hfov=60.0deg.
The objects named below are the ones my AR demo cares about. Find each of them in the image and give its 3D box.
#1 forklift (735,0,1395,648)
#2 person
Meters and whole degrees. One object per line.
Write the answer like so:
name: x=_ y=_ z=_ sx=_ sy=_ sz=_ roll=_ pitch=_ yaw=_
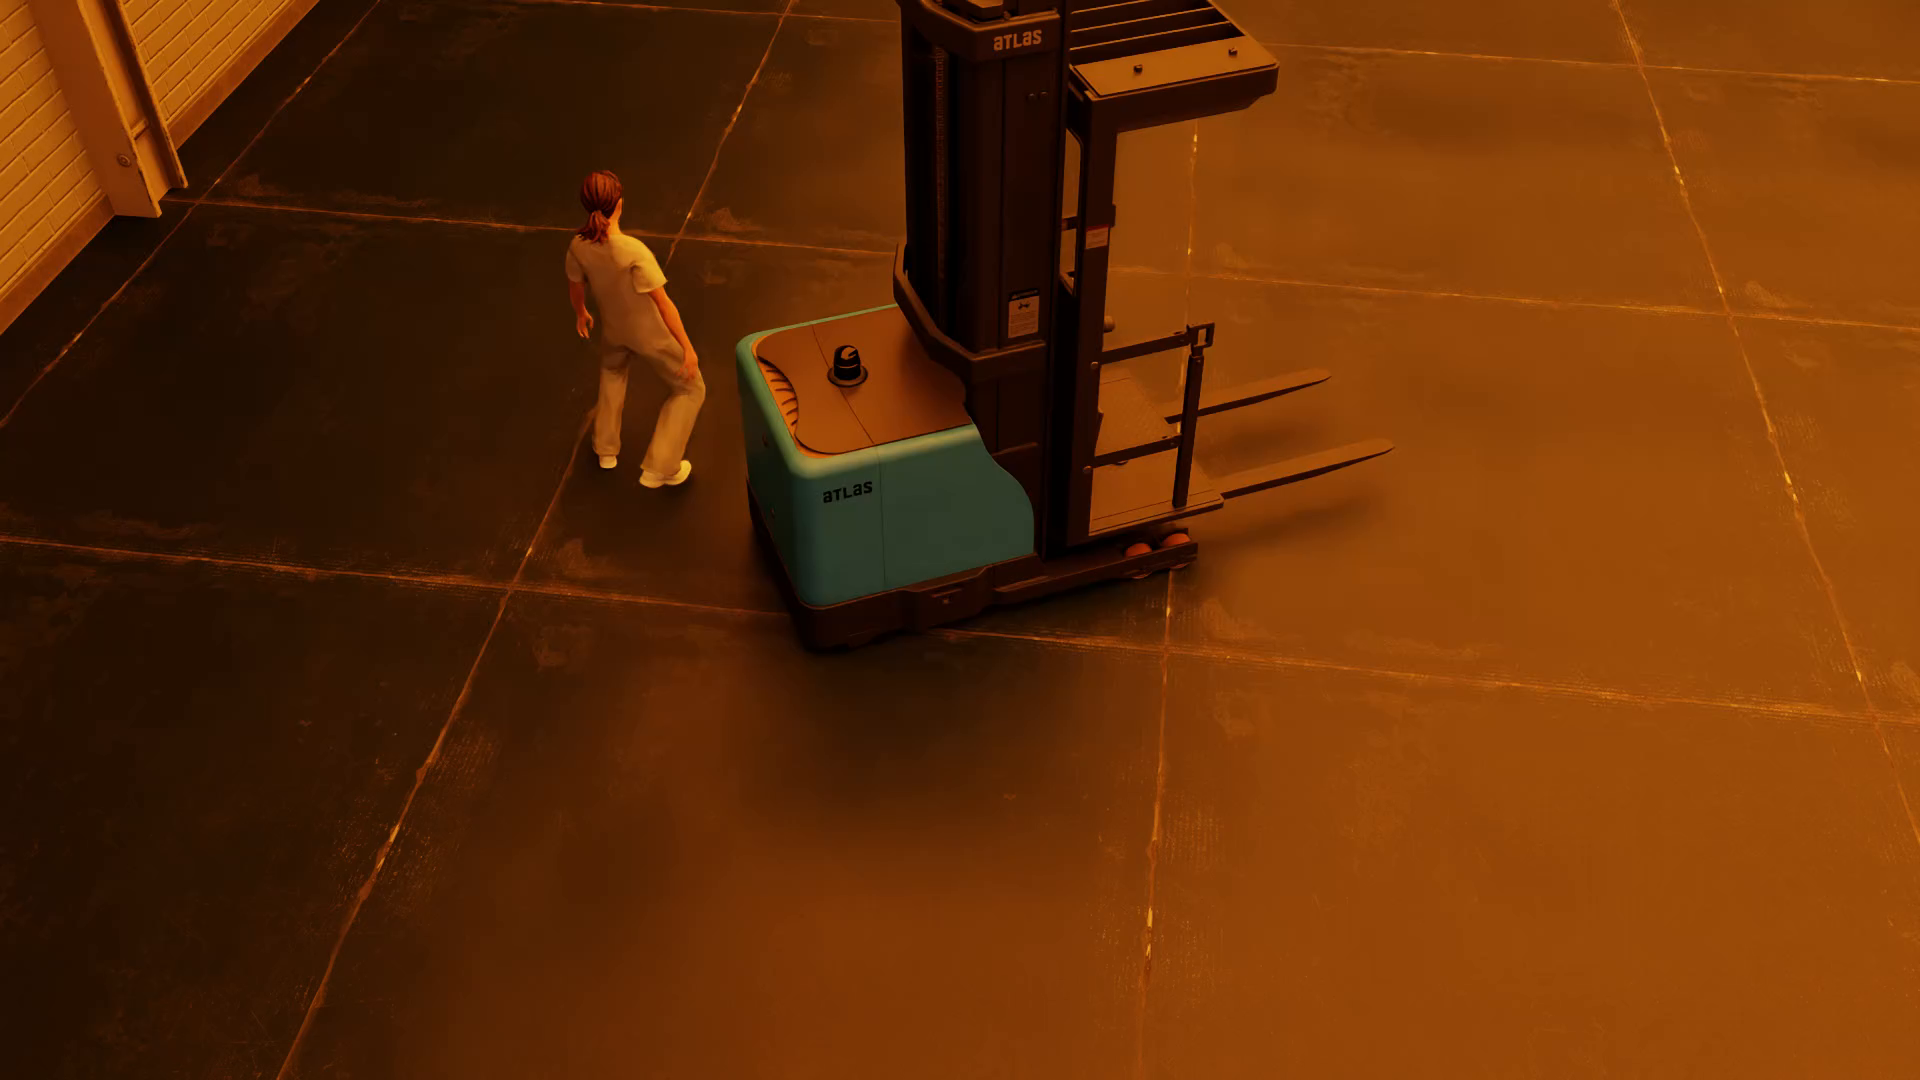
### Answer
forklift: x=0.572 y=-1.223 z=7.055 sx=3.031 sy=2.935 sz=1.130 roll=-14 pitch=44 yaw=-15
person: x=-1.528 y=-0.949 z=7.753 sx=0.781 sy=1.596 sz=0.484 roll=21 pitch=47 yaw=22
